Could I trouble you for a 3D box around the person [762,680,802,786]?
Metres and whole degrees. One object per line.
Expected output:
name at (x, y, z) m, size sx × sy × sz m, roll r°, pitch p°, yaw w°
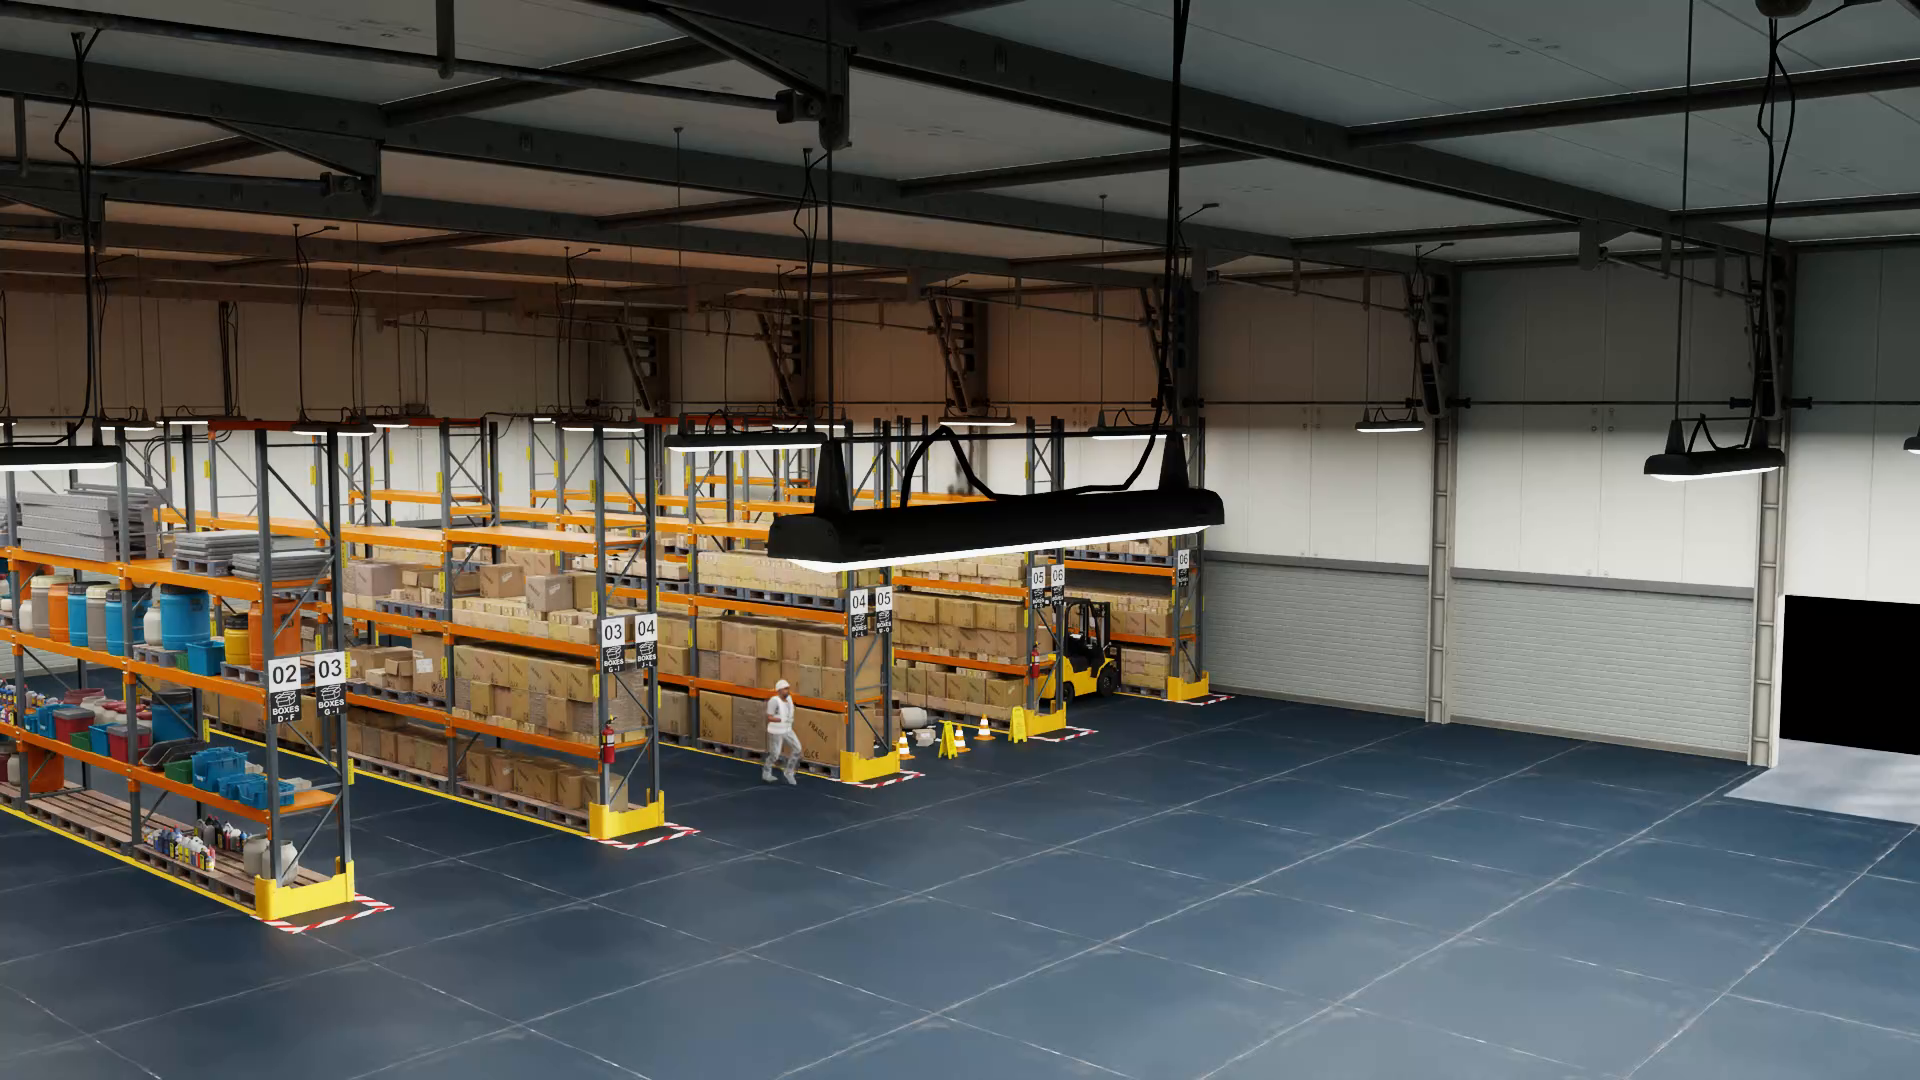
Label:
person at (-2.951, 3.182, 27.416) m, size 0.802 × 1.788 × 0.691 m, roll 4°, pitch 6°, yaw 37°
